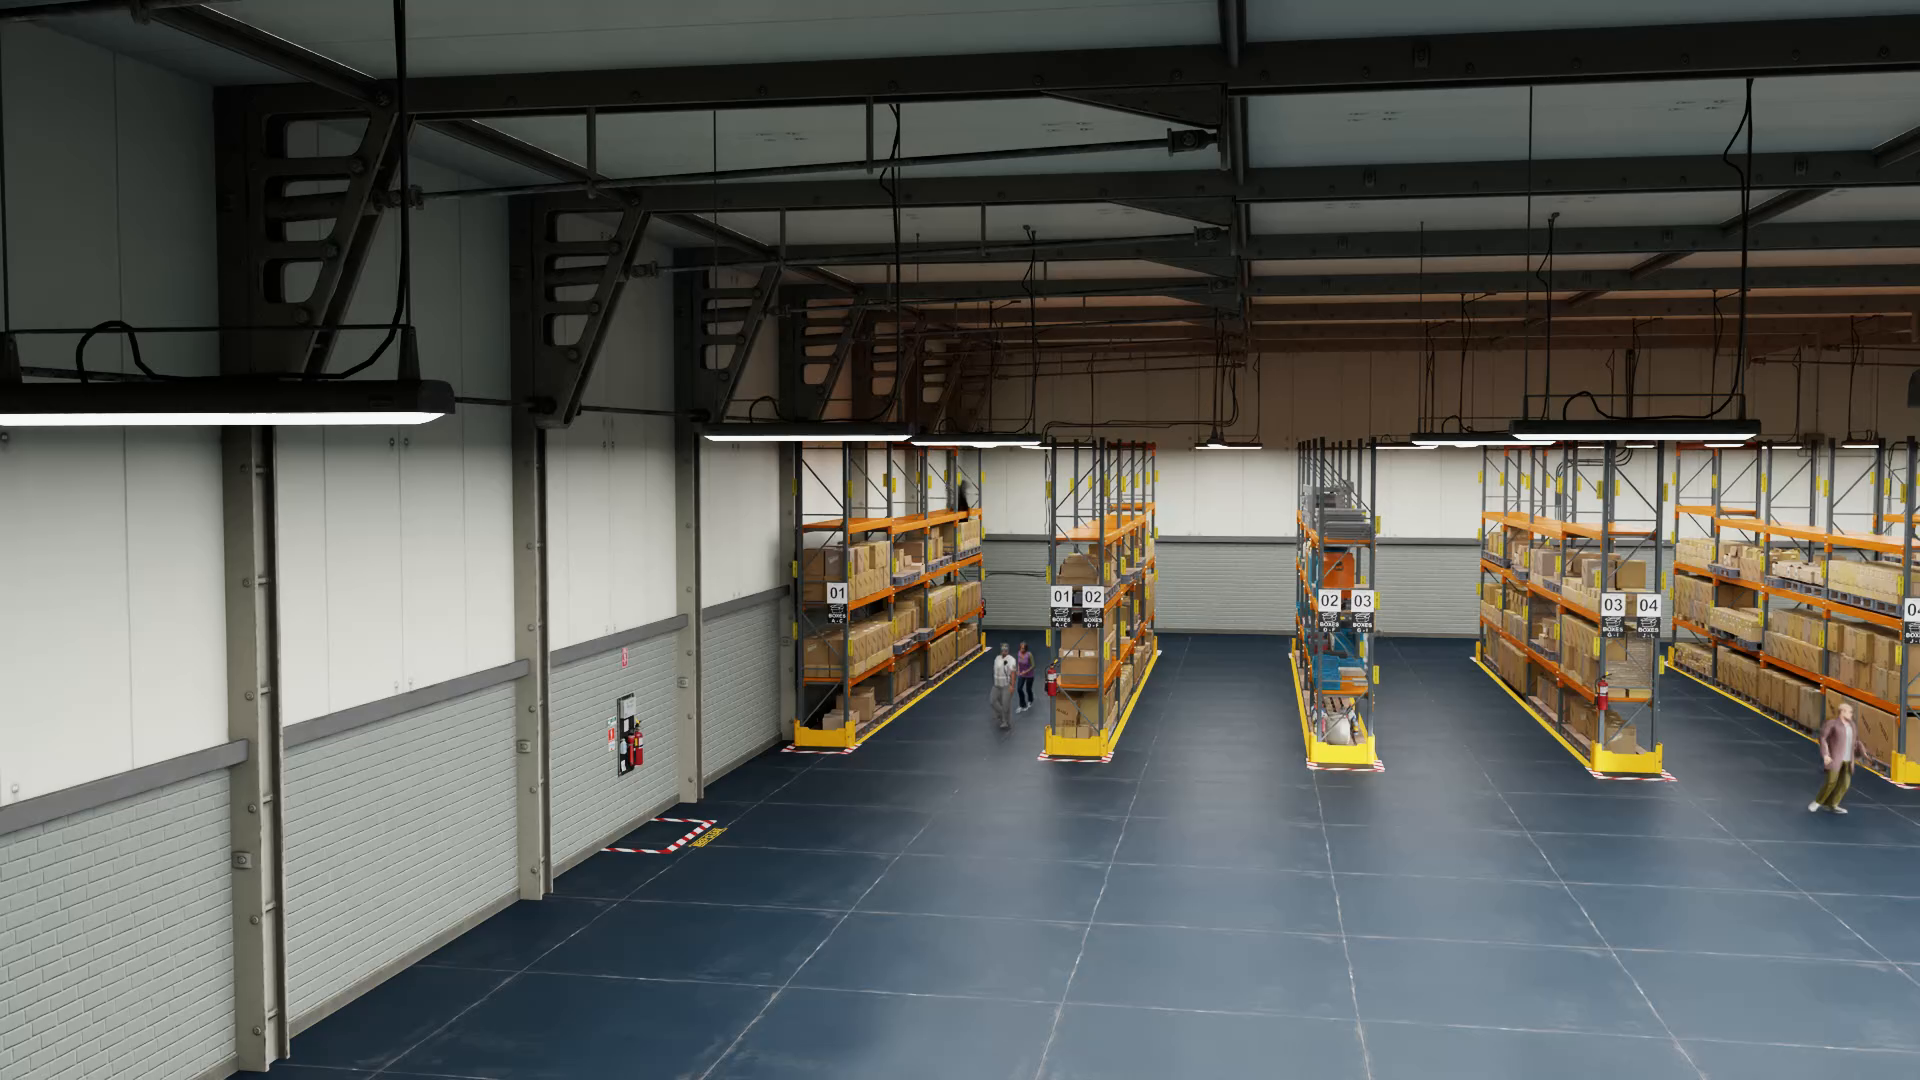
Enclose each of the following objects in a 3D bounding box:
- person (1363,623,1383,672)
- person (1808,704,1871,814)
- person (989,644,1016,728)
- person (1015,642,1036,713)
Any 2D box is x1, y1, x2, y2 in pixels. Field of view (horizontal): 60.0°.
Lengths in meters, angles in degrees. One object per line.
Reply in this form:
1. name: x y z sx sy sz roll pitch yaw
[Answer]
1. person: 10.616 2.575 43.483 0.850 1.727 0.669 2 4 39
2. person: 13.866 3.458 26.221 0.820 1.747 0.607 -1 3 -19
3. person: 0.898 3.031 34.662 0.669 1.782 0.516 2 4 36
4. person: 1.510 3.010 36.759 0.500 1.554 0.766 1 3 26
